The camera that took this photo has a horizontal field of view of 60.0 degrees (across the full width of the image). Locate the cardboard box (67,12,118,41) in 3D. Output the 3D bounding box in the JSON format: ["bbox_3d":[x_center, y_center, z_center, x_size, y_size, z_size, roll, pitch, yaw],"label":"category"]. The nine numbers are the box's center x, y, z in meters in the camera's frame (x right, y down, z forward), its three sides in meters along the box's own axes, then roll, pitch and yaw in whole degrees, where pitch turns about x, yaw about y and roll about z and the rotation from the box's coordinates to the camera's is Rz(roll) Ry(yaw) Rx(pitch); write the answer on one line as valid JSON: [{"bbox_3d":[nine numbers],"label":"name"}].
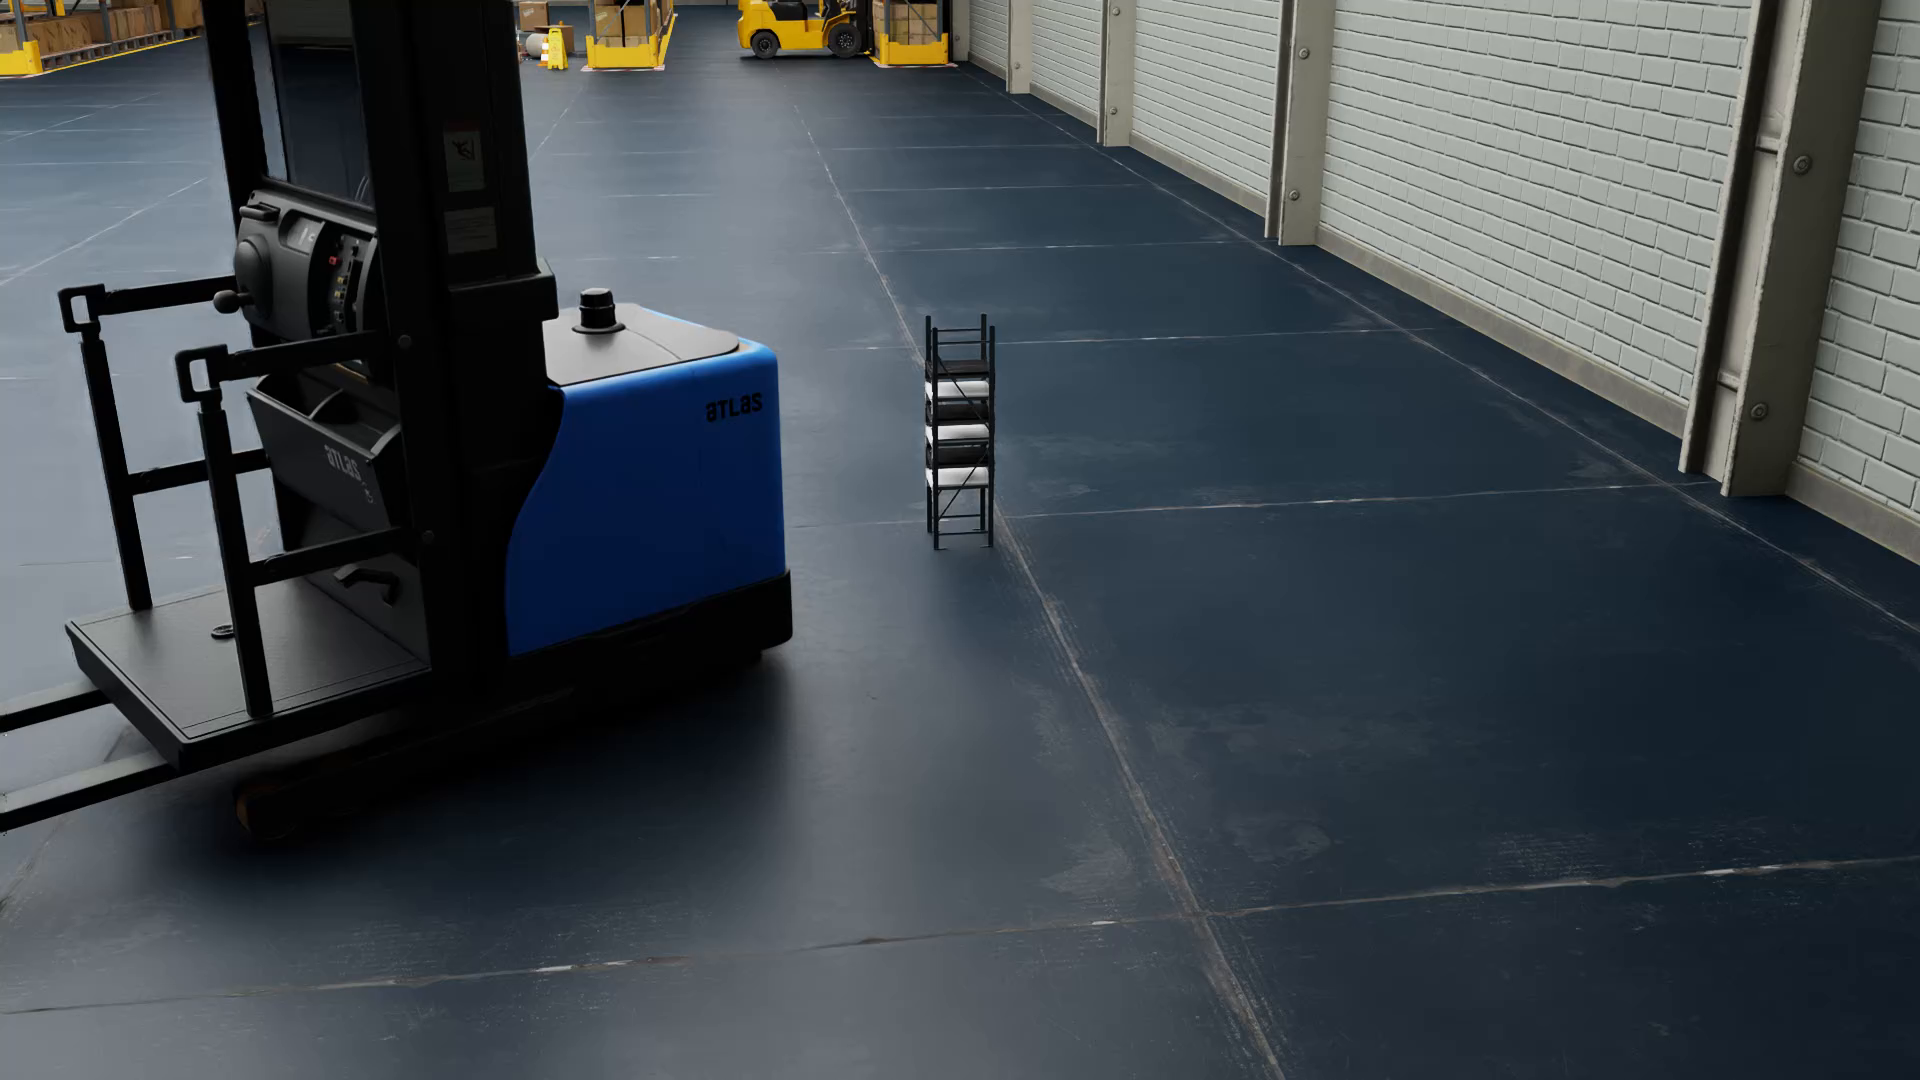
[{"bbox_3d":[-16.161,-9.573,31.003,0.700,0.500,0.500,-5,21,-12],"label":"cardboard box"}]

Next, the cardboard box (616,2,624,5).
[{"bbox_3d":[-6.229,-9.319,29.637,0.500,0.500,0.500,-3,21,-9],"label":"cardboard box"}]

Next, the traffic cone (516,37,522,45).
[{"bbox_3d":[-8.883,-10.044,32.947,0.336,0.463,0.334,-3,21,-8],"label":"traffic cone"}]

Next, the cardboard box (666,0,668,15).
[{"bbox_3d":[-7.272,-12.585,38.560,0.875,0.875,0.875,-2,21,-6],"label":"cardboard box"}]

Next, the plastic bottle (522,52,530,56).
[{"bbox_3d":[-7.957,-8.906,30.474,0.133,0.061,0.283,1,20,2],"label":"plastic bottle"}]

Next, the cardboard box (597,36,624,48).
[{"bbox_3d":[-6.097,-8.622,28.844,0.500,0.250,0.500,-3,21,-8],"label":"cardboard box"}]

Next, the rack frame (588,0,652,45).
[{"bbox_3d":[-5.711,-9.439,27.701,1.000,3.000,0.127,-3,21,-8],"label":"rack frame"}]

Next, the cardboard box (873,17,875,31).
[{"bbox_3d":[-1.336,-9.338,30.046,0.500,0.250,0.500,-3,21,-9],"label":"cardboard box"}]

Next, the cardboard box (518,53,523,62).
[{"bbox_3d":[-7.899,-8.455,29.142,0.380,0.149,0.250,8,22,20],"label":"cardboard box"}]

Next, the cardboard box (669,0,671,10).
[{"bbox_3d":[-7.683,-13.435,41.463,0.875,0.438,0.875,-2,21,-6],"label":"cardboard box"}]

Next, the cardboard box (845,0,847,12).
[{"bbox_3d":[-2.288,-11.796,36.983,0.500,0.500,0.500,-3,21,-9],"label":"cardboard box"}]

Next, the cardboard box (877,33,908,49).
[{"bbox_3d":[-1.180,-8.746,29.175,0.500,0.250,0.500,-3,21,-7],"label":"cardboard box"}]

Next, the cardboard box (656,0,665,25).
[{"bbox_3d":[-6.882,-11.654,36.067,0.875,0.875,0.875,-3,21,-8],"label":"cardboard box"}]

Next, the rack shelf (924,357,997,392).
[{"bbox_3d":[-0.001,-0.646,6.483,0.258,0.077,0.200,-3,21,-8],"label":"rack shelf"}]

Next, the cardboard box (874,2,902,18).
[{"bbox_3d":[-1.254,-9.388,29.465,0.500,0.250,0.500,-3,21,-7],"label":"cardboard box"}]

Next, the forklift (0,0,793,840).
[{"bbox_3d":[-2.002,-0.763,4.569,3.031,2.935,1.130,-17,27,-39],"label":"forklift"}]

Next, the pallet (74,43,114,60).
[{"bbox_3d":[-15.962,-8.787,29.941,1.003,0.211,1.213,-3,21,-8],"label":"pallet"}]

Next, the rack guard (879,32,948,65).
[{"bbox_3d":[-0.796,-8.511,28.790,1.175,0.500,0.348,-3,21,-8],"label":"rack guard"}]

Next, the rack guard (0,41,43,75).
[{"bbox_3d":[-15.528,-7.794,26.871,1.175,0.500,0.348,-3,21,-8],"label":"rack guard"}]

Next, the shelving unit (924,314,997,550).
[{"bbox_3d":[-0.001,-0.424,6.566,0.258,0.900,0.210,-3,21,-8],"label":"shelving unit"}]

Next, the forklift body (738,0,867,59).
[{"bbox_3d":[-2.878,-9.858,30.035,2.313,2.155,1.214,-3,21,-8],"label":"forklift body"}]

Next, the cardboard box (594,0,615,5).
[{"bbox_3d":[-6.204,-9.391,28.903,0.380,0.149,0.250,-2,21,-6],"label":"cardboard box"}]

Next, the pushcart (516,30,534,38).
[{"bbox_3d":[-8.537,-9.463,31.514,1.648,0.377,0.936,-11,23,-26],"label":"pushcart"}]

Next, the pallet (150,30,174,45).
[{"bbox_3d":[-16.560,-10.132,33.542,1.003,0.211,1.213,-3,21,-8],"label":"pallet"}]

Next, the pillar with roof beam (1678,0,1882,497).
[{"bbox_3d":[-0.809,-4.261,5.263,9.100,9.000,0.400,-3,21,-8],"label":"pillar with roof beam"}]

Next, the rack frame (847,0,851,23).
[{"bbox_3d":[-1.953,-12.460,35.791,1.000,3.000,0.127,-3,21,-8],"label":"rack frame"}]

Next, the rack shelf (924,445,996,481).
[{"bbox_3d":[-0.001,-0.309,6.609,0.258,0.077,0.200,-3,21,-8],"label":"rack shelf"}]

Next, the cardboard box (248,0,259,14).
[{"bbox_3d":[-17.521,-13.148,40.067,0.875,0.875,0.875,-3,21,-8],"label":"cardboard box"}]

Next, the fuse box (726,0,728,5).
[{"bbox_3d":[-6.754,-16.382,48.131,0.539,1.711,0.414,-3,21,-8],"label":"fuse box"}]

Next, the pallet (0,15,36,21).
[{"bbox_3d":[-22.472,-12.214,39.116,1.003,0.211,1.213,-3,21,-8],"label":"pallet"}]

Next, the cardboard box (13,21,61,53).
[{"bbox_3d":[-15.783,-8.605,28.440,0.500,0.500,0.500,-1,21,-3],"label":"cardboard box"}]

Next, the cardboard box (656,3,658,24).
[{"bbox_3d":[-5.937,-9.893,31.173,0.500,0.500,0.500,-3,21,-9],"label":"cardboard box"}]

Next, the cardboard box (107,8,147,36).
[{"bbox_3d":[-16.373,-10.126,32.484,0.700,0.500,0.500,-1,21,-3],"label":"cardboard box"}]

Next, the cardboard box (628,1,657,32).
[{"bbox_3d":[-5.702,-9.355,29.735,0.500,0.500,0.500,-3,21,-7],"label":"cardboard box"}]

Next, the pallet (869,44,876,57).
[{"bbox_3d":[-1.124,-9.069,30.695,1.003,0.211,1.213,-3,21,-8],"label":"pallet"}]

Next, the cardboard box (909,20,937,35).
[{"bbox_3d":[-0.662,-9.007,29.159,0.500,0.250,0.500,-3,21,-7],"label":"cardboard box"}]

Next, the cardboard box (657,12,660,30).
[{"bbox_3d":[-6.575,-10.461,33.592,0.950,0.372,0.625,-2,21,-6],"label":"cardboard box"}]

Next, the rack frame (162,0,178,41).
[{"bbox_3d":[-16.671,-11.709,33.779,1.000,3.000,0.127,-3,21,-8],"label":"rack frame"}]

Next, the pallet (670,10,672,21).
[{"bbox_3d":[-7.652,-12.978,41.162,1.003,0.211,1.213,-3,21,-8],"label":"pallet"}]

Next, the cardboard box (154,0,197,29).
[{"bbox_3d":[-16.750,-11.150,34.720,1.225,0.875,0.875,-4,21,-10],"label":"cardboard box"}]

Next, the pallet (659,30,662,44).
[{"bbox_3d":[-6.580,-10.210,33.752,1.003,0.211,1.213,-3,21,-8],"label":"pallet"}]

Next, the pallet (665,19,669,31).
[{"bbox_3d":[-7.076,-11.601,37.475,1.003,0.211,1.213,-3,21,-8],"label":"pallet"}]

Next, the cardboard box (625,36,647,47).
[{"bbox_3d":[-5.554,-8.641,28.894,0.500,0.250,0.500,-3,21,-8],"label":"cardboard box"}]

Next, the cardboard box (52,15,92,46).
[{"bbox_3d":[-16.076,-9.209,30.059,0.500,0.500,0.500,-4,21,-9],"label":"cardboard box"}]
